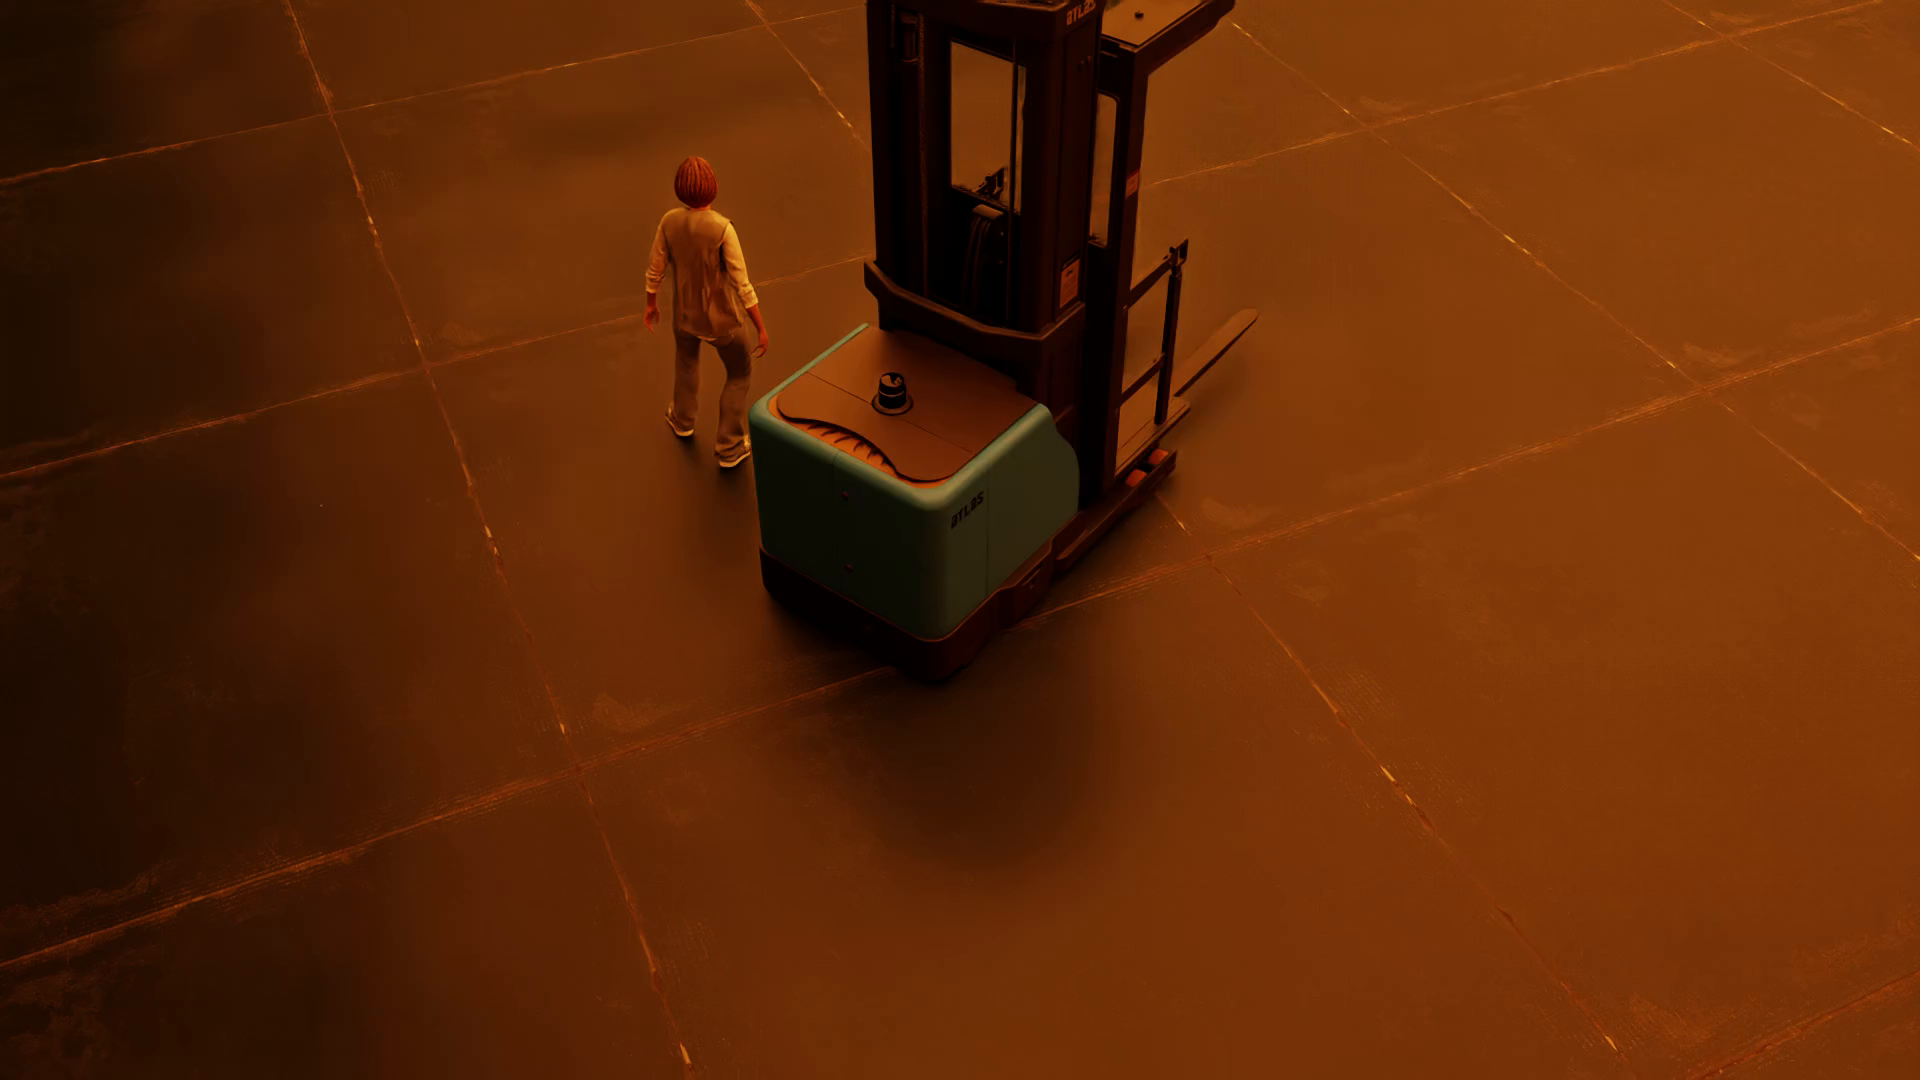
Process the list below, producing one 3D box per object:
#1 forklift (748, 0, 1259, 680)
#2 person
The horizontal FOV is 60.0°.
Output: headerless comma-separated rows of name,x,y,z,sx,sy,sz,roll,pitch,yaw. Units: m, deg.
forklift,0.400,-1.430,7.213,1.130,2.935,3.031,27,50,26
person,-1.204,-1.051,7.820,0.725,1.564,0.387,15,45,15
